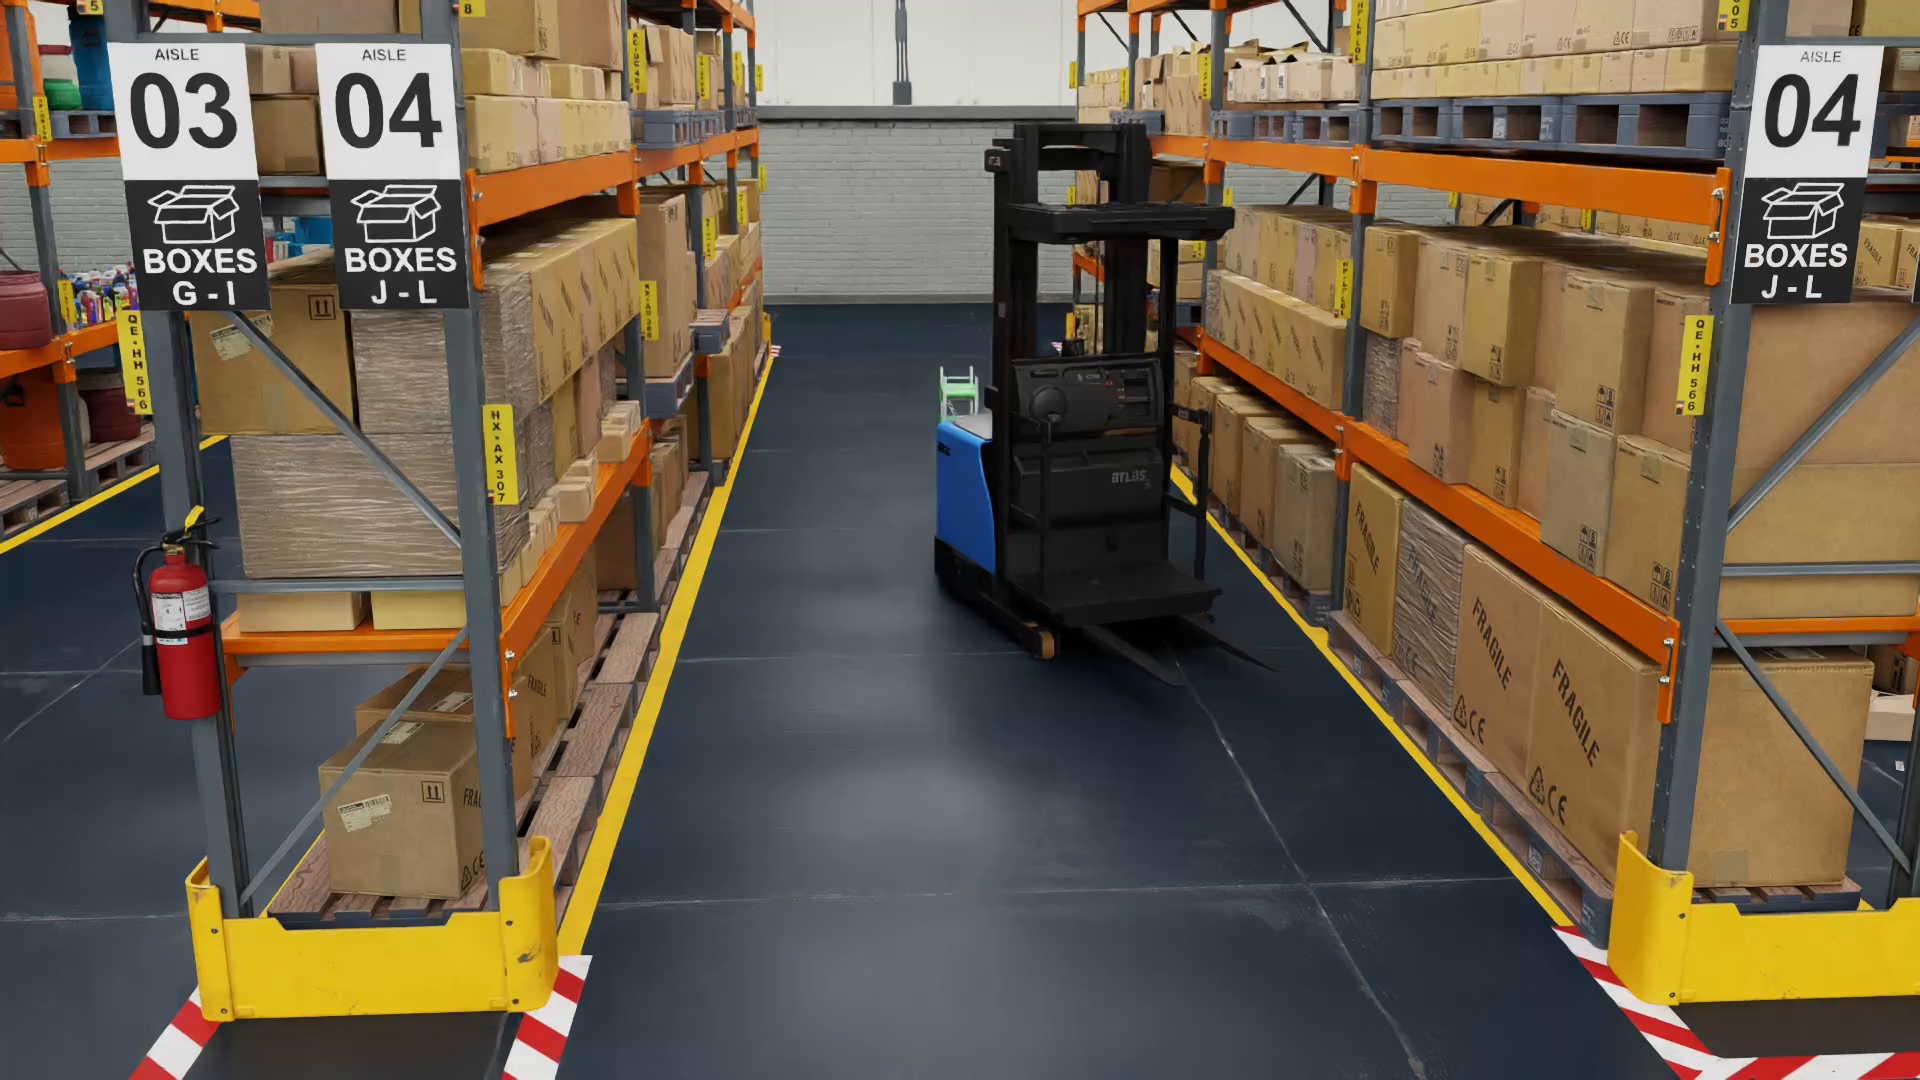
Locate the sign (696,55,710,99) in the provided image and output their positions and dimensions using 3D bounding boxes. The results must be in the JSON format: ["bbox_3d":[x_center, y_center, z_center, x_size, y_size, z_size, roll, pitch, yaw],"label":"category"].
[{"bbox_3d":[-1.973,-3.546,12.733,0.100,0.325,0.005,-1,14,-3],"label":"sign"}]

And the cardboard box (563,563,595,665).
[{"bbox_3d":[-2.239,0.409,8.591,0.500,0.500,0.500,4,15,14],"label":"cardboard box"}]

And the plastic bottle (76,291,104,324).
[{"bbox_3d":[-7.191,-1.927,13.744,0.152,0.276,0.135,-1,14,-3],"label":"plastic bottle"}]

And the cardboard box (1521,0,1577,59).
[{"bbox_3d":[2.568,-2.040,6.576,0.500,0.250,0.500,-1,14,-4],"label":"cardboard box"}]

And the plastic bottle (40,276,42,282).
[{"bbox_3d":[-7.948,-2.154,14.476,0.144,0.351,0.185,-1,14,-3],"label":"plastic bottle"}]

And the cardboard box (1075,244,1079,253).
[{"bbox_3d":[1.639,-3.669,20.772,0.380,0.149,0.250,-1,14,-4],"label":"cardboard box"}]

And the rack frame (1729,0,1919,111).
[{"bbox_3d":[2.938,-2.803,4.860,1.000,3.000,0.127,-1,14,-3],"label":"rack frame"}]

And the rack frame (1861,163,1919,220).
[{"bbox_3d":[7.376,-1.988,13.735,1.000,3.000,0.127,-1,14,-3],"label":"rack frame"}]

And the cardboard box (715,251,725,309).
[{"bbox_3d":[-2.343,-2.265,14.607,0.500,0.500,0.500,-1,14,-4],"label":"cardboard box"}]

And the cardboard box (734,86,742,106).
[{"bbox_3d":[-2.790,-5.043,18.342,0.700,0.500,0.500,0,14,-1],"label":"cardboard box"}]

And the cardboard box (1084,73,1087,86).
[{"bbox_3d":[1.681,-5.475,19.765,0.380,0.149,0.250,-1,14,-4],"label":"cardboard box"}]

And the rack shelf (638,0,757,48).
[{"bbox_3d":[-2.886,-5.691,18.332,1.077,0.370,4.000,-1,14,-3],"label":"rack shelf"}]

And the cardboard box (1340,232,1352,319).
[{"bbox_3d":[2.653,-1.548,9.816,0.700,0.500,0.500,-1,14,-4],"label":"cardboard box"}]

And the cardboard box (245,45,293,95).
[{"bbox_3d":[-2.348,-1.483,5.253,0.380,0.149,0.250,-1,14,-3],"label":"cardboard box"}]

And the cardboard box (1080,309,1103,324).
[{"bbox_3d":[1.665,-2.720,20.265,0.380,0.149,0.250,-1,14,-4],"label":"cardboard box"}]

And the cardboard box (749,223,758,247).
[{"bbox_3d":[-2.685,-3.654,19.912,0.500,0.250,0.500,-1,14,-4],"label":"cardboard box"}]

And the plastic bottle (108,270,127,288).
[{"bbox_3d":[-7.398,-2.197,14.643,0.144,0.351,0.185,-1,14,-3],"label":"plastic bottle"}]

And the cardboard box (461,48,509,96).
[{"bbox_3d":[-1.725,-1.557,5.539,0.380,0.149,0.250,-1,14,-2],"label":"cardboard box"}]

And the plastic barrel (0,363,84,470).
[{"bbox_3d":[-7.505,-1.033,13.533,0.600,0.830,0.708,-1,14,-3],"label":"plastic barrel"}]

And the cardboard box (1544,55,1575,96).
[{"bbox_3d":[2.516,-1.811,6.485,0.380,0.149,0.250,-1,14,-4],"label":"cardboard box"}]

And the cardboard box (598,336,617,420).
[{"bbox_3d":[-2.301,-0.920,8.786,0.875,0.500,0.500,-1,14,-3],"label":"cardboard box"}]

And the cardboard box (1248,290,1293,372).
[{"bbox_3d":[2.294,-1.444,11.417,0.500,0.500,0.500,-1,14,-4],"label":"cardboard box"}]

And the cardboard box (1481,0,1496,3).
[{"bbox_3d":[2.468,-2.387,7.125,0.380,0.149,0.250,-1,14,-4],"label":"cardboard box"}]

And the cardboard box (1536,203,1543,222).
[{"bbox_3d":[6.759,-3.882,18.886,0.500,0.500,0.500,-1,14,-3],"label":"cardboard box"}]

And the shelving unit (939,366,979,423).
[{"bbox_3d":[-0.010,-0.622,12.037,0.258,1.200,0.503,-1,14,-3],"label":"shelving unit"}]

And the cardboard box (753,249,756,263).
[{"bbox_3d":[-2.578,-3.301,19.342,0.380,0.149,0.250,-1,14,-3],"label":"cardboard box"}]

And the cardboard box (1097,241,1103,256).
[{"bbox_3d":[1.822,-3.443,18.591,0.500,0.500,0.500,-1,14,-4],"label":"cardboard box"}]

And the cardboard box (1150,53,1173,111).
[{"bbox_3d":[2.159,-4.202,15.267,0.797,0.503,0.637,-1,14,-4],"label":"cardboard box"}]

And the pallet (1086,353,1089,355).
[{"bbox_3d":[2.039,-2.002,19.383,1.003,0.211,1.213,-1,14,-3],"label":"pallet"}]

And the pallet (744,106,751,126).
[{"bbox_3d":[-2.875,-4.746,18.612,1.003,0.211,1.213,-1,14,-3],"label":"pallet"}]

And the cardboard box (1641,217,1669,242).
[{"bbox_3d":[6.957,-3.151,16.047,0.500,0.500,0.500,-1,14,-5],"label":"cardboard box"}]

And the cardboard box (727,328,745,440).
[{"bbox_3d":[-2.584,-1.404,14.883,1.225,0.875,0.875,-1,14,-3],"label":"cardboard box"}]

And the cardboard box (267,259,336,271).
[{"bbox_3d":[-2.336,-0.780,6.233,0.500,0.500,0.500,-1,14,-3],"label":"cardboard box"}]

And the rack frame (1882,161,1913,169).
[{"bbox_3d":[11.835,-4.056,21.769,1.000,3.000,0.127,-1,14,-3],"label":"rack frame"}]

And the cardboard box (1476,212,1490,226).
[{"bbox_3d":[6.683,-3.777,20.487,0.500,0.500,0.500,-1,14,-4],"label":"cardboard box"}]

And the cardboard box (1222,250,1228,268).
[{"bbox_3d":[2.543,-2.494,14.766,0.380,0.149,0.250,-1,14,-3],"label":"cardboard box"}]

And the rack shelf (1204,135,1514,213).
[{"bbox_3d":[2.566,-2.494,11.123,1.077,0.370,4.000,-1,14,-3],"label":"rack shelf"}]

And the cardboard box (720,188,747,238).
[{"bbox_3d":[-2.560,-3.511,17.850,0.500,0.500,0.500,-1,14,-3],"label":"cardboard box"}]

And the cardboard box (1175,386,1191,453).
[{"bbox_3d":[2.140,-1.039,14.220,0.500,0.500,0.500,-1,14,-4],"label":"cardboard box"}]

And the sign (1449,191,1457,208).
[{"bbox_3d":[6.326,-4.429,21.323,0.100,0.325,0.005,-1,14,-3],"label":"sign"}]

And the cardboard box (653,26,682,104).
[{"bbox_3d":[-2.177,-3.213,11.271,0.500,0.500,0.500,-1,14,-2],"label":"cardboard box"}]

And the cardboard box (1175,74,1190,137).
[{"bbox_3d":[2.109,-3.650,13.973,0.500,0.500,0.500,-1,14,-3],"label":"cardboard box"}]

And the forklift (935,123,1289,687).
[{"bbox_3d":[0.836,-0.857,9.477,1.130,2.935,3.031,-5,15,-20],"label":"forklift"}]

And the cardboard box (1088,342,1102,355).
[{"bbox_3d":[1.726,-2.248,19.622,0.380,0.149,0.250,-2,15,-6],"label":"cardboard box"}]

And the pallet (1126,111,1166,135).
[{"bbox_3d":[2.194,-3.830,15.251,1.213,0.211,1.003,-1,14,-3],"label":"pallet"}]

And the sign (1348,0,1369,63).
[{"bbox_3d":[2.149,-2.737,8.955,0.100,0.325,0.005,-1,14,-3],"label":"sign"}]

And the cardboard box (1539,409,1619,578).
[{"bbox_3d":[2.814,-0.198,6.475,0.875,0.550,0.550,-1,14,-3],"label":"cardboard box"}]

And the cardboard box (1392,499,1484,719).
[{"bbox_3d":[2.719,0.315,8.203,0.875,0.875,0.875,-1,14,-3],"label":"cardboard box"}]

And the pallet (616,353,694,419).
[{"bbox_3d":[-2.169,-0.940,10.045,1.003,0.211,1.213,-1,14,-3],"label":"pallet"}]

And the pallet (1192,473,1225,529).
[{"bbox_3d":[2.416,-0.339,12.921,1.003,0.211,1.213,-1,14,-3],"label":"pallet"}]

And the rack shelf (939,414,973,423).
[{"bbox_3d":[-0.010,-0.793,11.993,0.258,0.148,0.480,-1,14,-3],"label":"rack shelf"}]

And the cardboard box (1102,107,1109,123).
[{"bbox_3d":[1.843,-4.630,18.284,0.500,0.250,0.500,-1,14,-4],"label":"cardboard box"}]

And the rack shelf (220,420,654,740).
[{"bbox_3d":[-2.143,0.005,7.430,1.077,0.370,4.000,-1,14,-3],"label":"rack shelf"}]

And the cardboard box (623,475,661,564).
[{"bbox_3d":[-2.294,-0.115,10.588,0.700,0.500,0.500,-1,14,-4],"label":"cardboard box"}]

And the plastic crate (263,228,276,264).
[{"bbox_3d":[-7.511,-3.040,17.572,0.402,0.464,0.583,-1,14,-3],"label":"plastic crate"}]

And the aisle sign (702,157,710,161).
[{"bbox_3d":[-3.314,-5.097,20.601,0.394,0.787,0.004,-1,14,-3],"label":"aisle sign"}]

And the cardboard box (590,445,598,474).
[{"bbox_3d":[-1.932,-0.358,7.904,0.380,0.149,0.250,-1,14,-3],"label":"cardboard box"}]
